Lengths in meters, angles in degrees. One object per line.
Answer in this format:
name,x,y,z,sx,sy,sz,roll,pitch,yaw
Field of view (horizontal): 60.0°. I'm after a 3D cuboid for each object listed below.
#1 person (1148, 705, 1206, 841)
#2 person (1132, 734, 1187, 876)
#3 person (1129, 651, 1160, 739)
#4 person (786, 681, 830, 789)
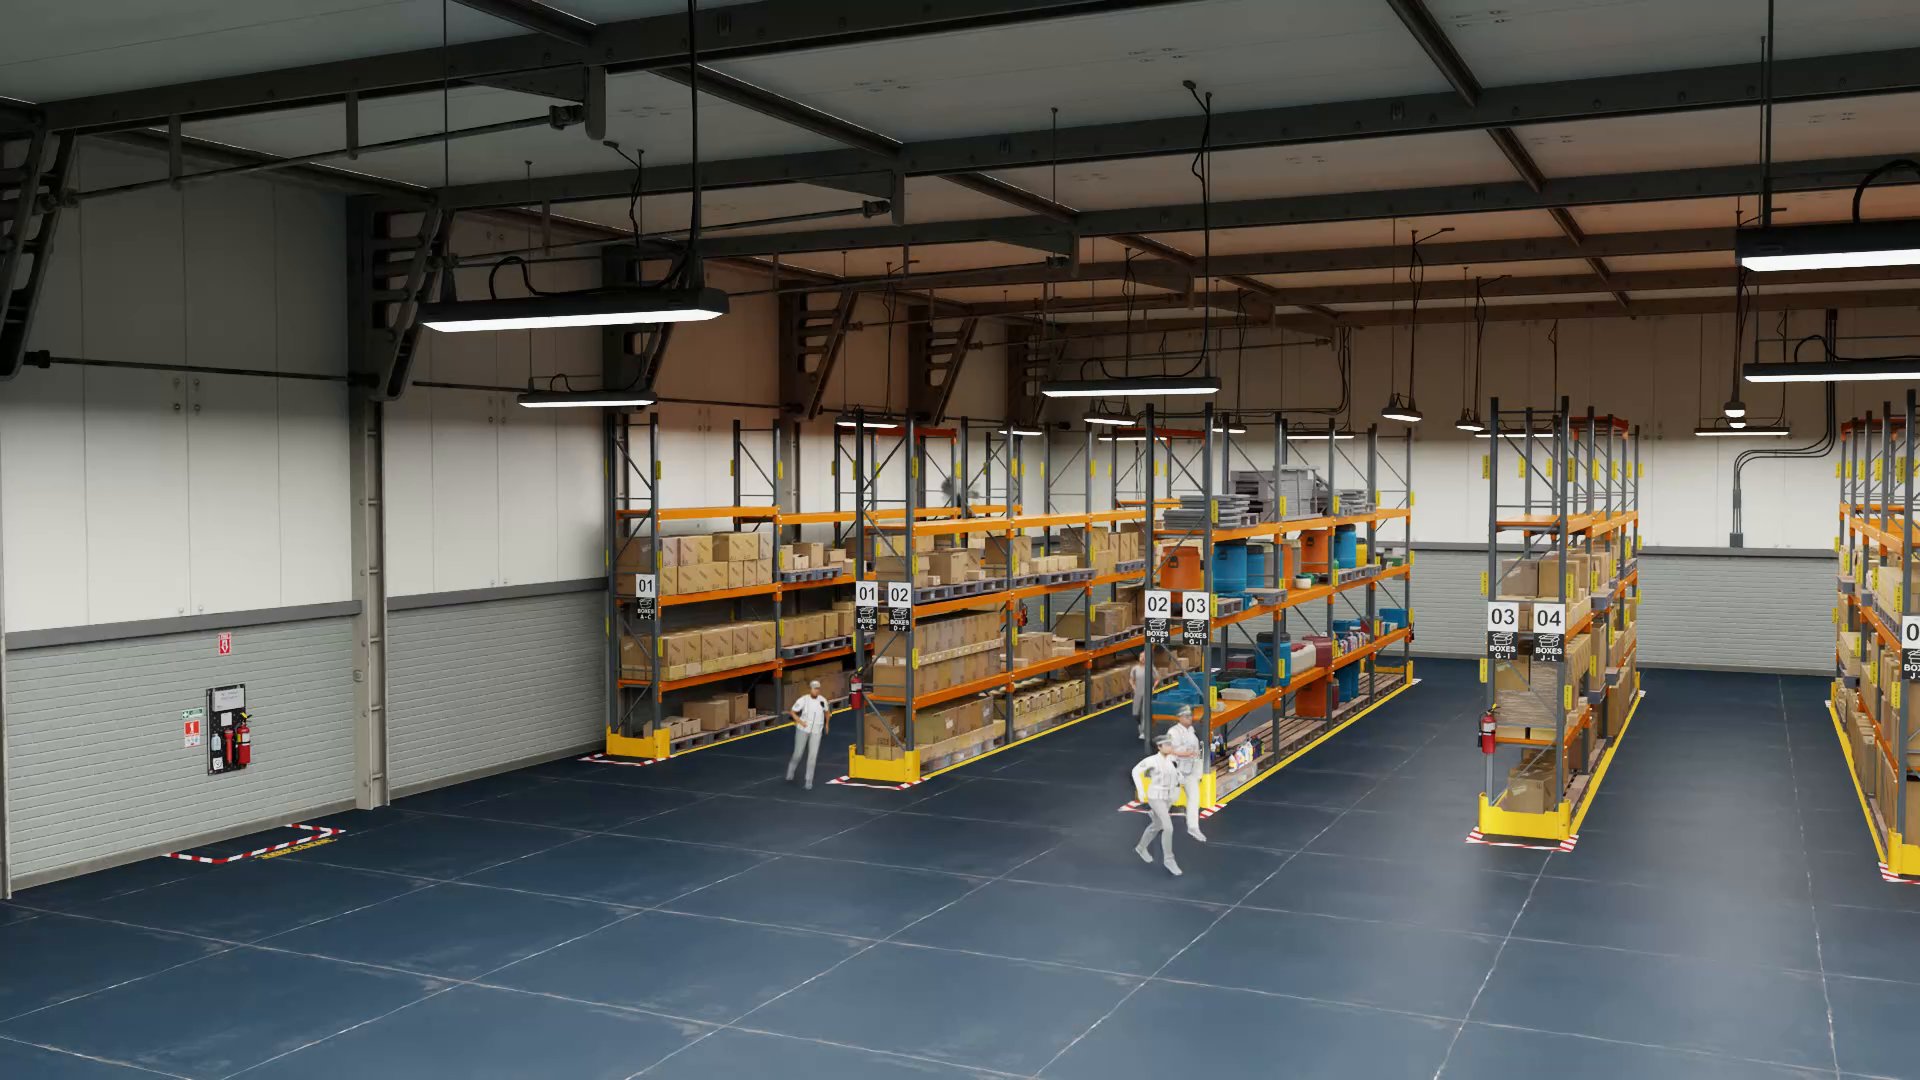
person,3.033,3.156,22.771,0.665,1.806,0.941,-2,3,-40
person,2.499,3.271,20.801,0.580,1.739,0.848,-2,3,-44
person,3.440,2.881,31.063,0.565,1.619,0.641,1,2,15
person,-2.377,3.064,26.430,0.692,1.649,0.924,-1,2,-15
